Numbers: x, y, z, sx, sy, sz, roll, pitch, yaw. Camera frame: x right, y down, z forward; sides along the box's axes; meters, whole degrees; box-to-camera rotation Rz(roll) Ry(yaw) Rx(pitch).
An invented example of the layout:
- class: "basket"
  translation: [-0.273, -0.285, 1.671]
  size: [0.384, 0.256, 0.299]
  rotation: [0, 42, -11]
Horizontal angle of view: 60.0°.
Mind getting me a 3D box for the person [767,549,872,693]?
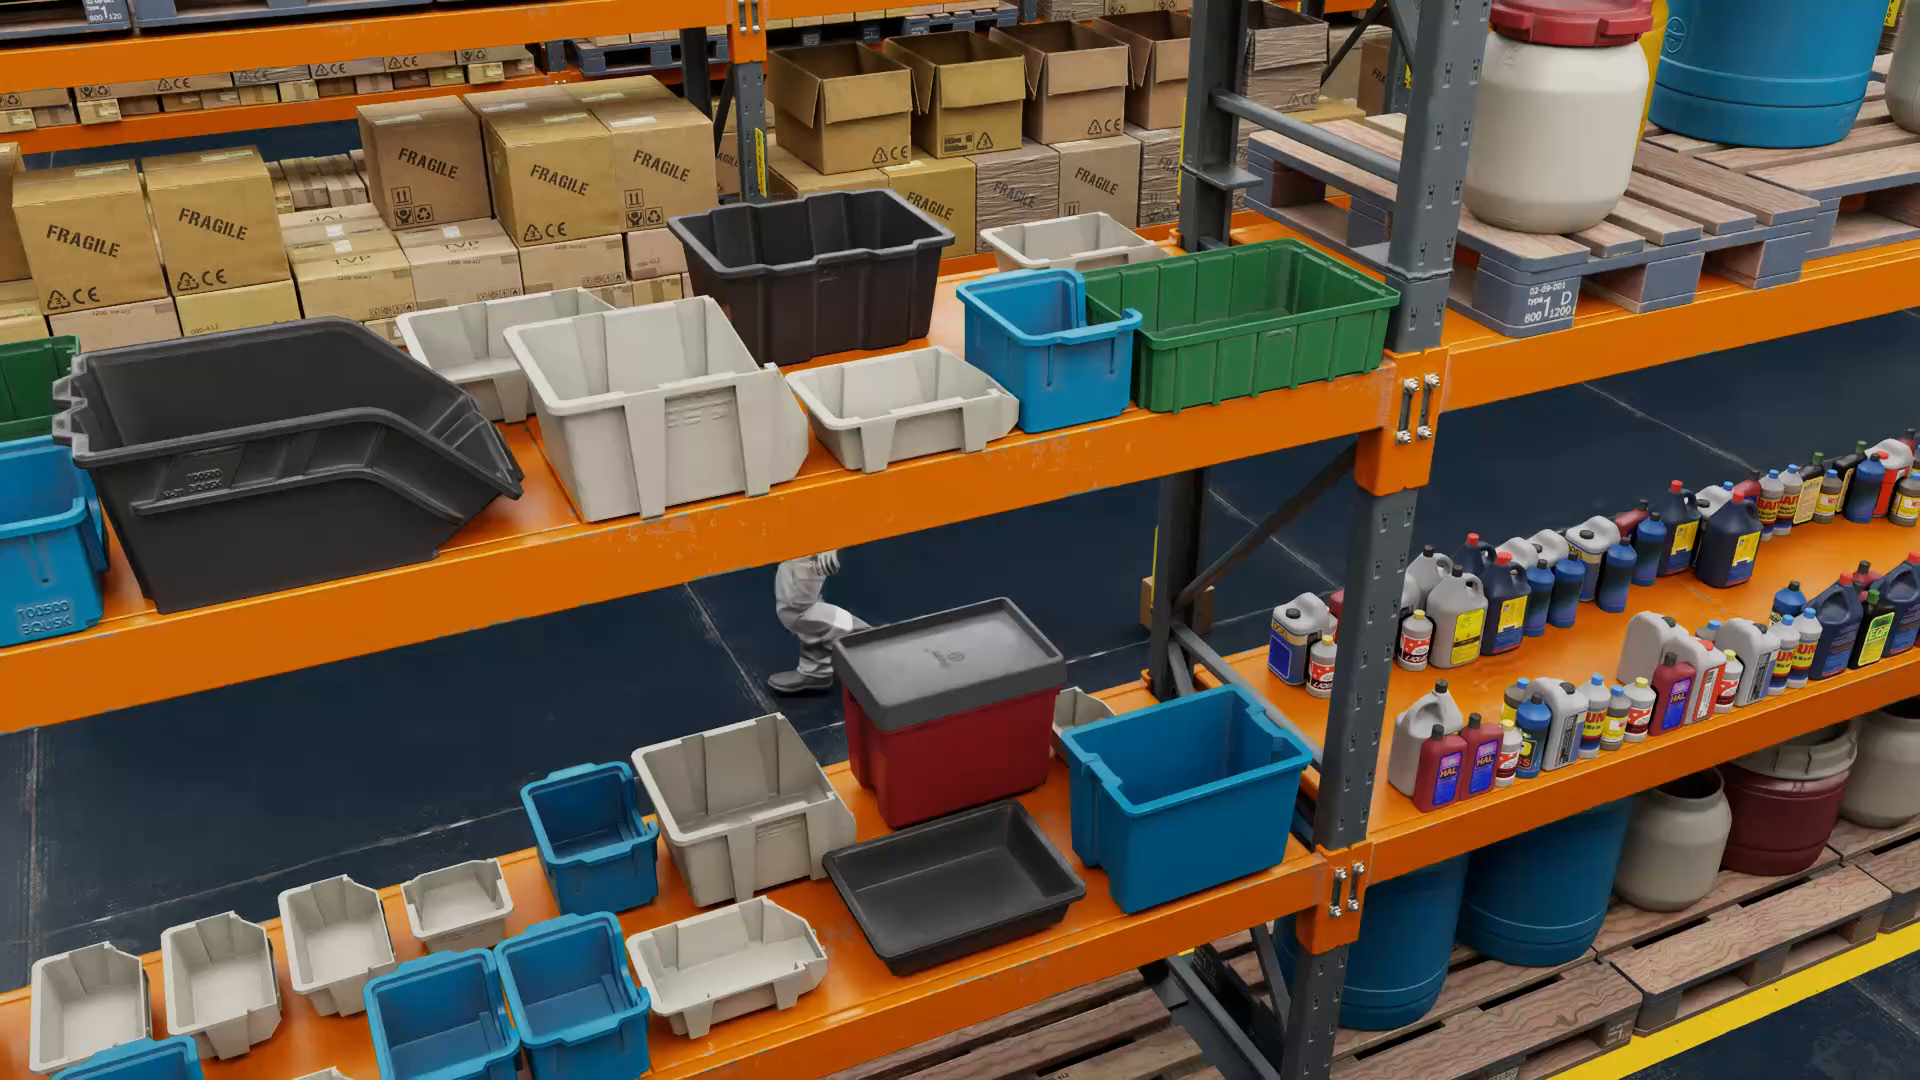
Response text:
- class: "person"
  translation: [-0.594, -0.096, 7.222]
  size: [0.569, 1.781, 0.546]
  rotation: [-7, 30, -12]
